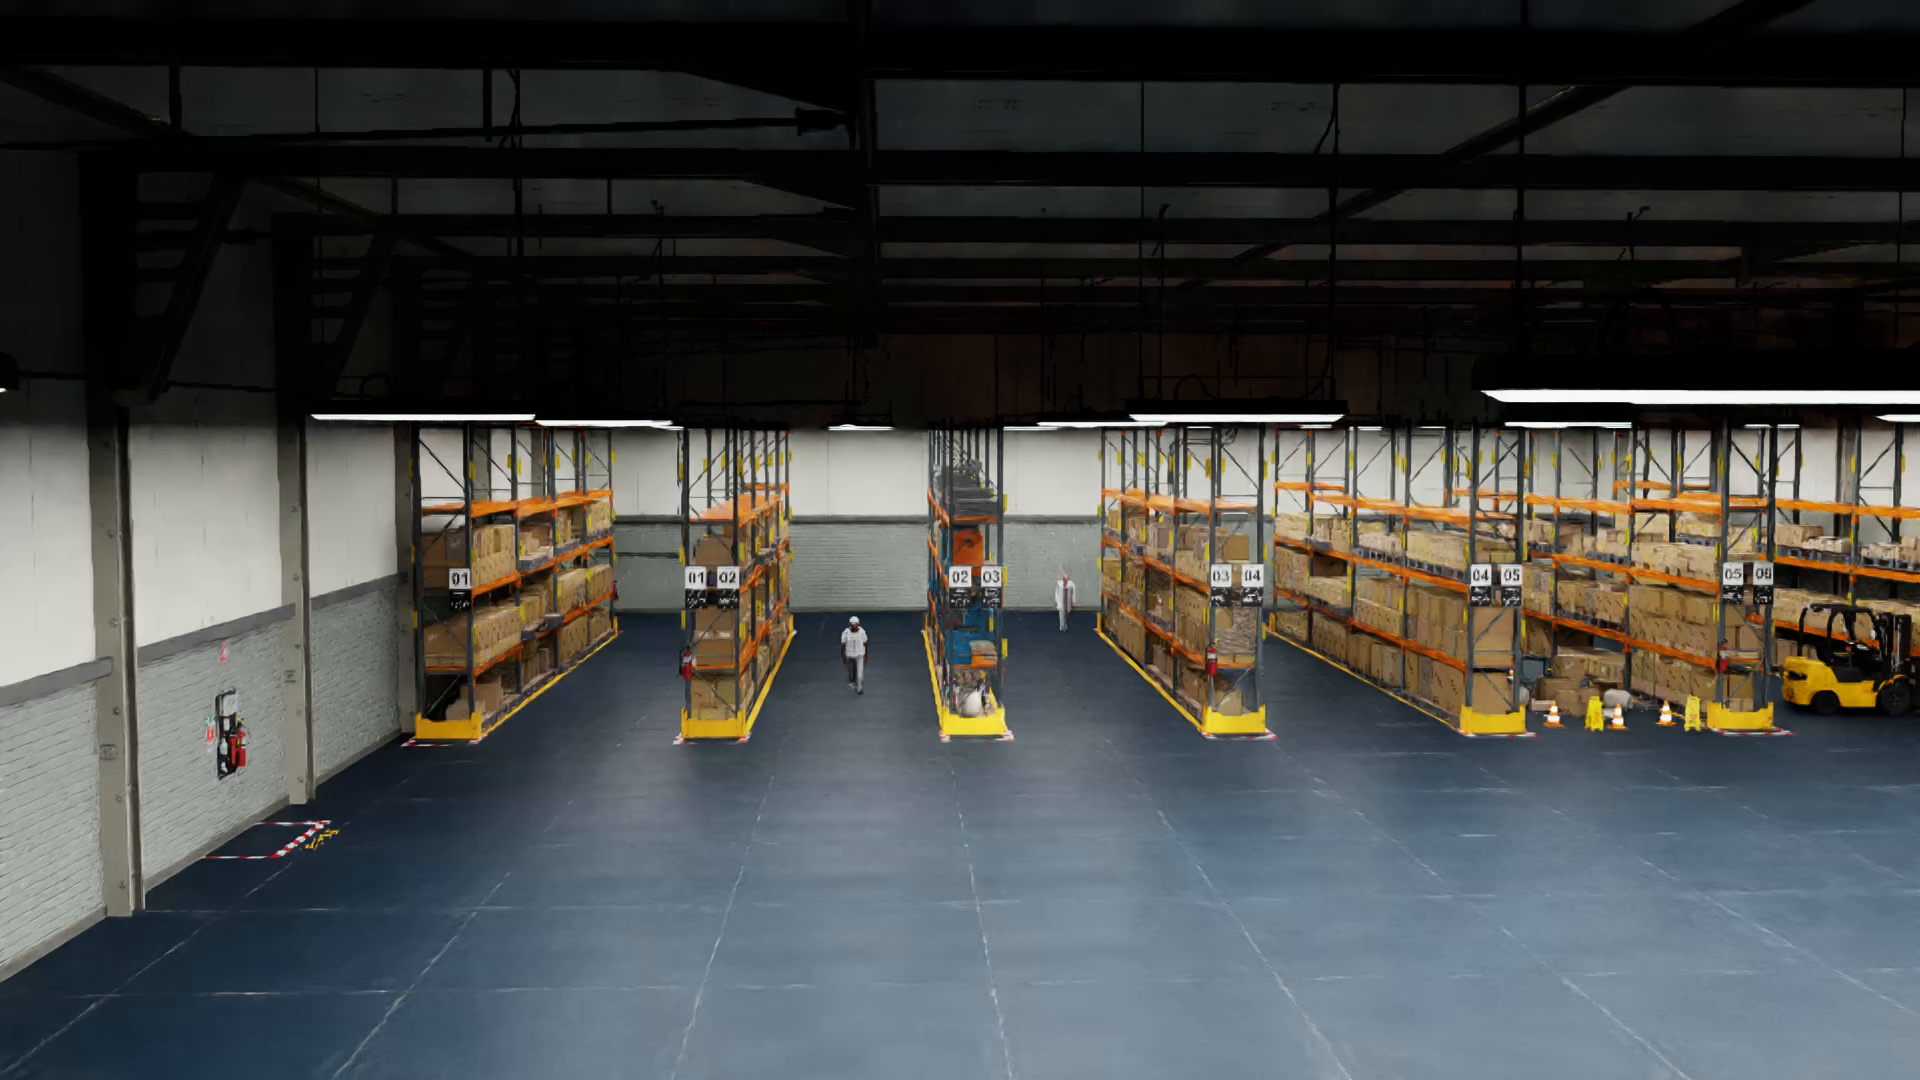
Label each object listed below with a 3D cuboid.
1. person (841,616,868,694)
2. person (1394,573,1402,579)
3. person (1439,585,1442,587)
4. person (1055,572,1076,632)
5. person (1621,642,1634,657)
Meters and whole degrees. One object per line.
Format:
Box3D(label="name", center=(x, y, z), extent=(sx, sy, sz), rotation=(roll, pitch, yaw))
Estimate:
Box3D(label="person", center=(-2.318, 2.493, 36.394), extent=(0.577, 1.691, 1.121), rotation=(0, 4, 0))
Box3D(label="person", center=(13.173, 1.583, 50.175), extent=(0.595, 1.757, 0.595), rotation=(4, 5, 44))
Box3D(label="person", center=(15.273, 1.520, 52.176), extent=(0.530, 1.601, 0.946), rotation=(1, 4, 20))
Box3D(label="person", center=(3.020, 1.756, 47.529), extent=(0.588, 1.700, 1.193), rotation=(0, 4, -4))
Box3D(label="person", center=(16.335, 2.213, 40.839), extent=(0.459, 1.677, 0.525), rotation=(2, 4, 29))
